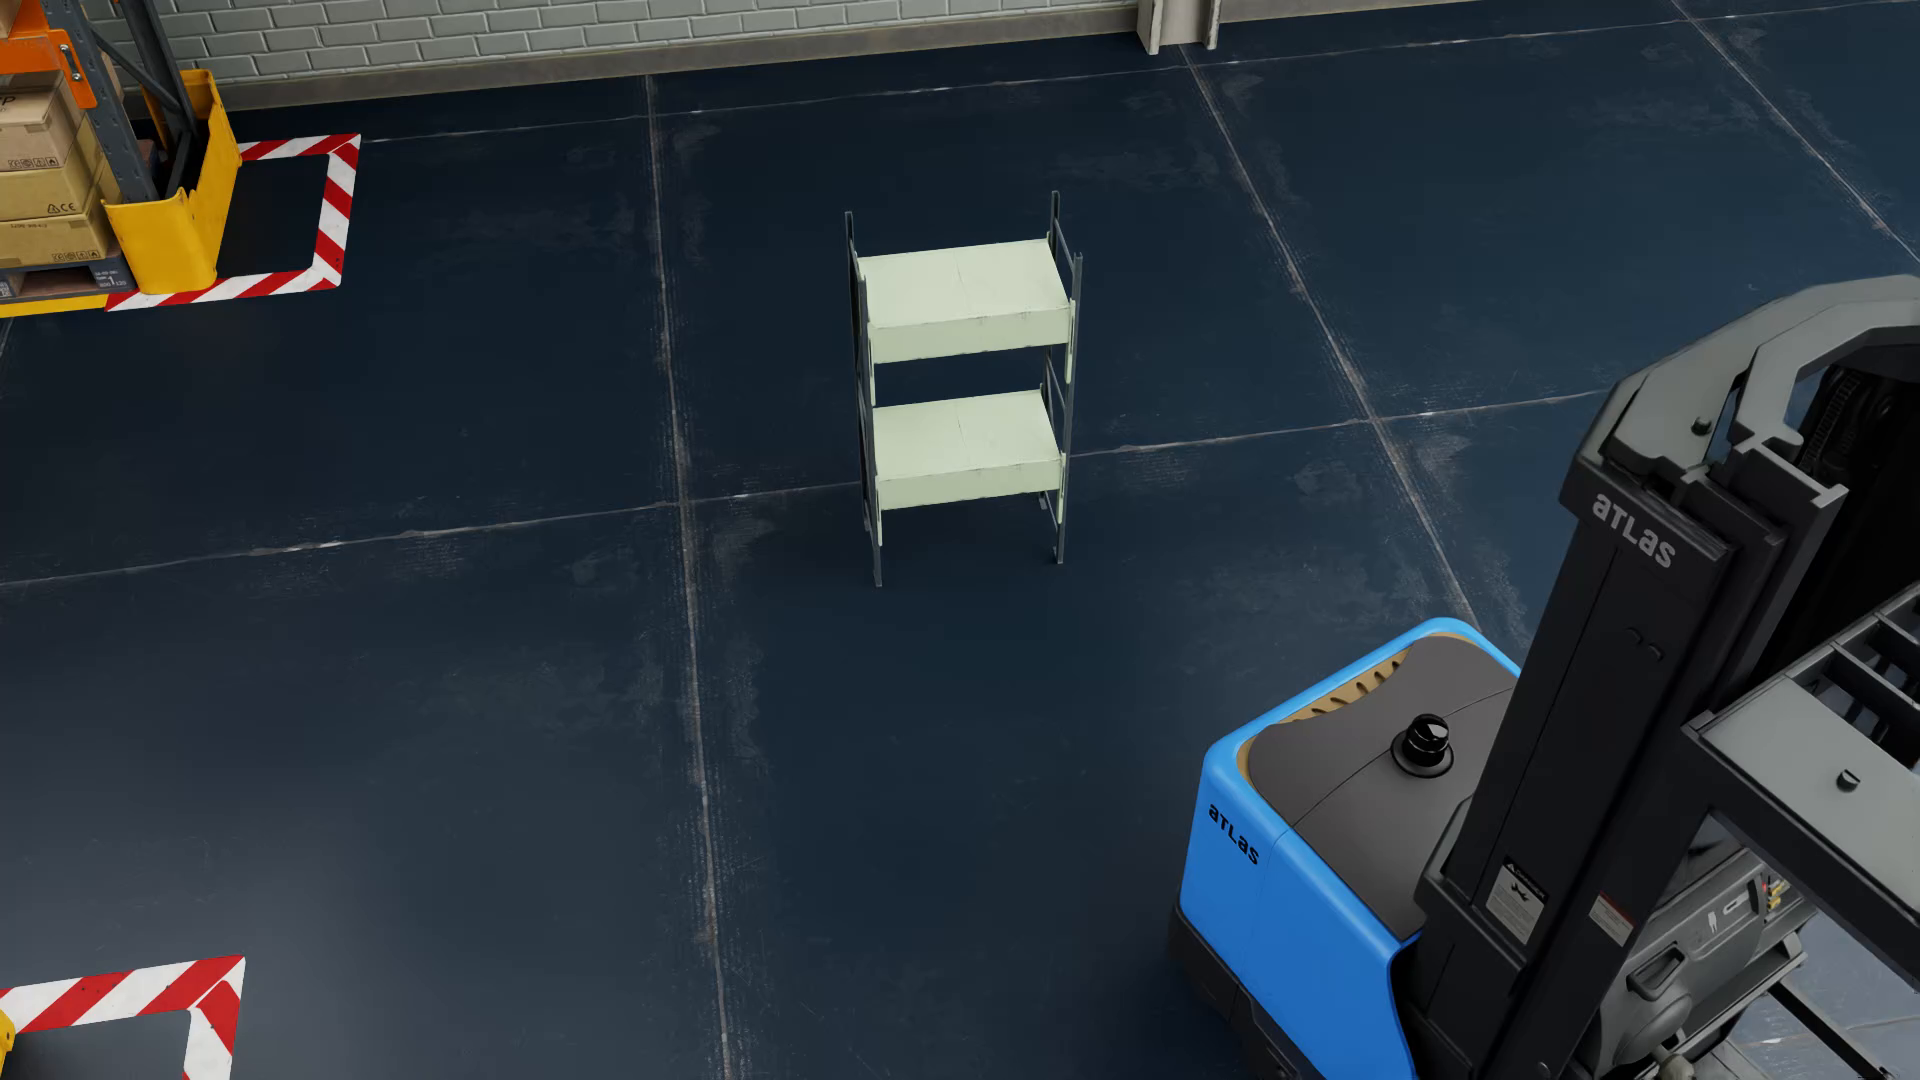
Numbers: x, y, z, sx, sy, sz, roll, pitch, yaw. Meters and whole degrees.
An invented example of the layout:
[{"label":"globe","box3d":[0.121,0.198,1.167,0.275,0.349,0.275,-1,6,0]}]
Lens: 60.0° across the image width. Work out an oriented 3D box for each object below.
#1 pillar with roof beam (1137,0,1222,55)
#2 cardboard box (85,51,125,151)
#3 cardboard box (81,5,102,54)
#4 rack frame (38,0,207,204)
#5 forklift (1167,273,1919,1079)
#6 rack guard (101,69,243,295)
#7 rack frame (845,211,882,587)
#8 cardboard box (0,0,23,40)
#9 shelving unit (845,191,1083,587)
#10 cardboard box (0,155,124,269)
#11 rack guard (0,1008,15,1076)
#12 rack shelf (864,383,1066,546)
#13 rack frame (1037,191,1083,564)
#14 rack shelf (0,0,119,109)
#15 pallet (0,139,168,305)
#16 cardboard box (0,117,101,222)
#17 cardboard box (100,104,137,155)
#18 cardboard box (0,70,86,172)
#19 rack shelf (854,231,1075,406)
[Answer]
[{"label":"pillar with roof beam","box3d":[1.968,-2.941,3.335,0.400,9.000,9.100,-7,46,-7]},{"label":"cardboard box","box3d":[-4.338,-2.078,7.940,0.500,0.250,0.500,-6,46,-6]},{"label":"cardboard box","box3d":[-4.345,-2.237,7.746,0.500,0.250,0.500,-8,47,-7]},{"label":"rack frame","box3d":[-3.839,-2.623,7.195,0.127,3.000,1.000,-7,46,-7]},{"label":"forklift","box3d":[1.907,1.015,3.737,1.130,2.935,3.031,-26,51,-23]},{"label":"rack guard","box3d":[-3.815,-1.759,8.098,0.348,0.500,1.175,-7,46,-7]},{"label":"rack frame","box3d":[-0.354,-0.476,6.167,0.023,1.500,0.400,-7,46,-7]},{"label":"cardboard box","box3d":[-4.279,-2.411,6.921,0.500,0.500,0.500,-8,47,-8]},{"label":"shelving unit","box3d":[0.007,-0.521,6.211,0.755,1.500,0.431,-7,46,-7]},{"label":"cardboard box","box3d":[-4.248,-1.533,7.762,0.500,0.250,0.500,-7,46,-7]},{"label":"rack guard","box3d":[-3.064,1.775,4.693,0.348,0.500,1.175,-7,46,-7]},{"label":"rack shelf","box3d":[0.007,-0.295,6.445,0.720,0.370,0.431,-7,46,-7]},{"label":"rack frame","box3d":[0.367,-0.566,6.254,0.023,1.500,0.400,-7,46,-7]},{"label":"rack shelf","box3d":[-5.810,-2.128,7.217,4.000,0.370,1.077,-7,46,-7]},{"label":"pallet","box3d":[-4.585,-1.532,8.080,1.213,0.211,1.003,-7,46,-7]},{"label":"cardboard box","box3d":[-4.265,-1.707,7.582,0.500,0.250,0.500,-8,47,-7]},{"label":"cardboard box","box3d":[-4.356,-1.894,8.109,0.500,0.250,0.500,-7,46,-7]},{"label":"cardboard box","box3d":[-4.239,-1.884,7.406,0.500,0.250,0.500,-6,46,-5]},{"label":"rack shelf","box3d":[0.007,-0.792,5.930,0.720,0.370,0.431,-7,46,-7]}]
